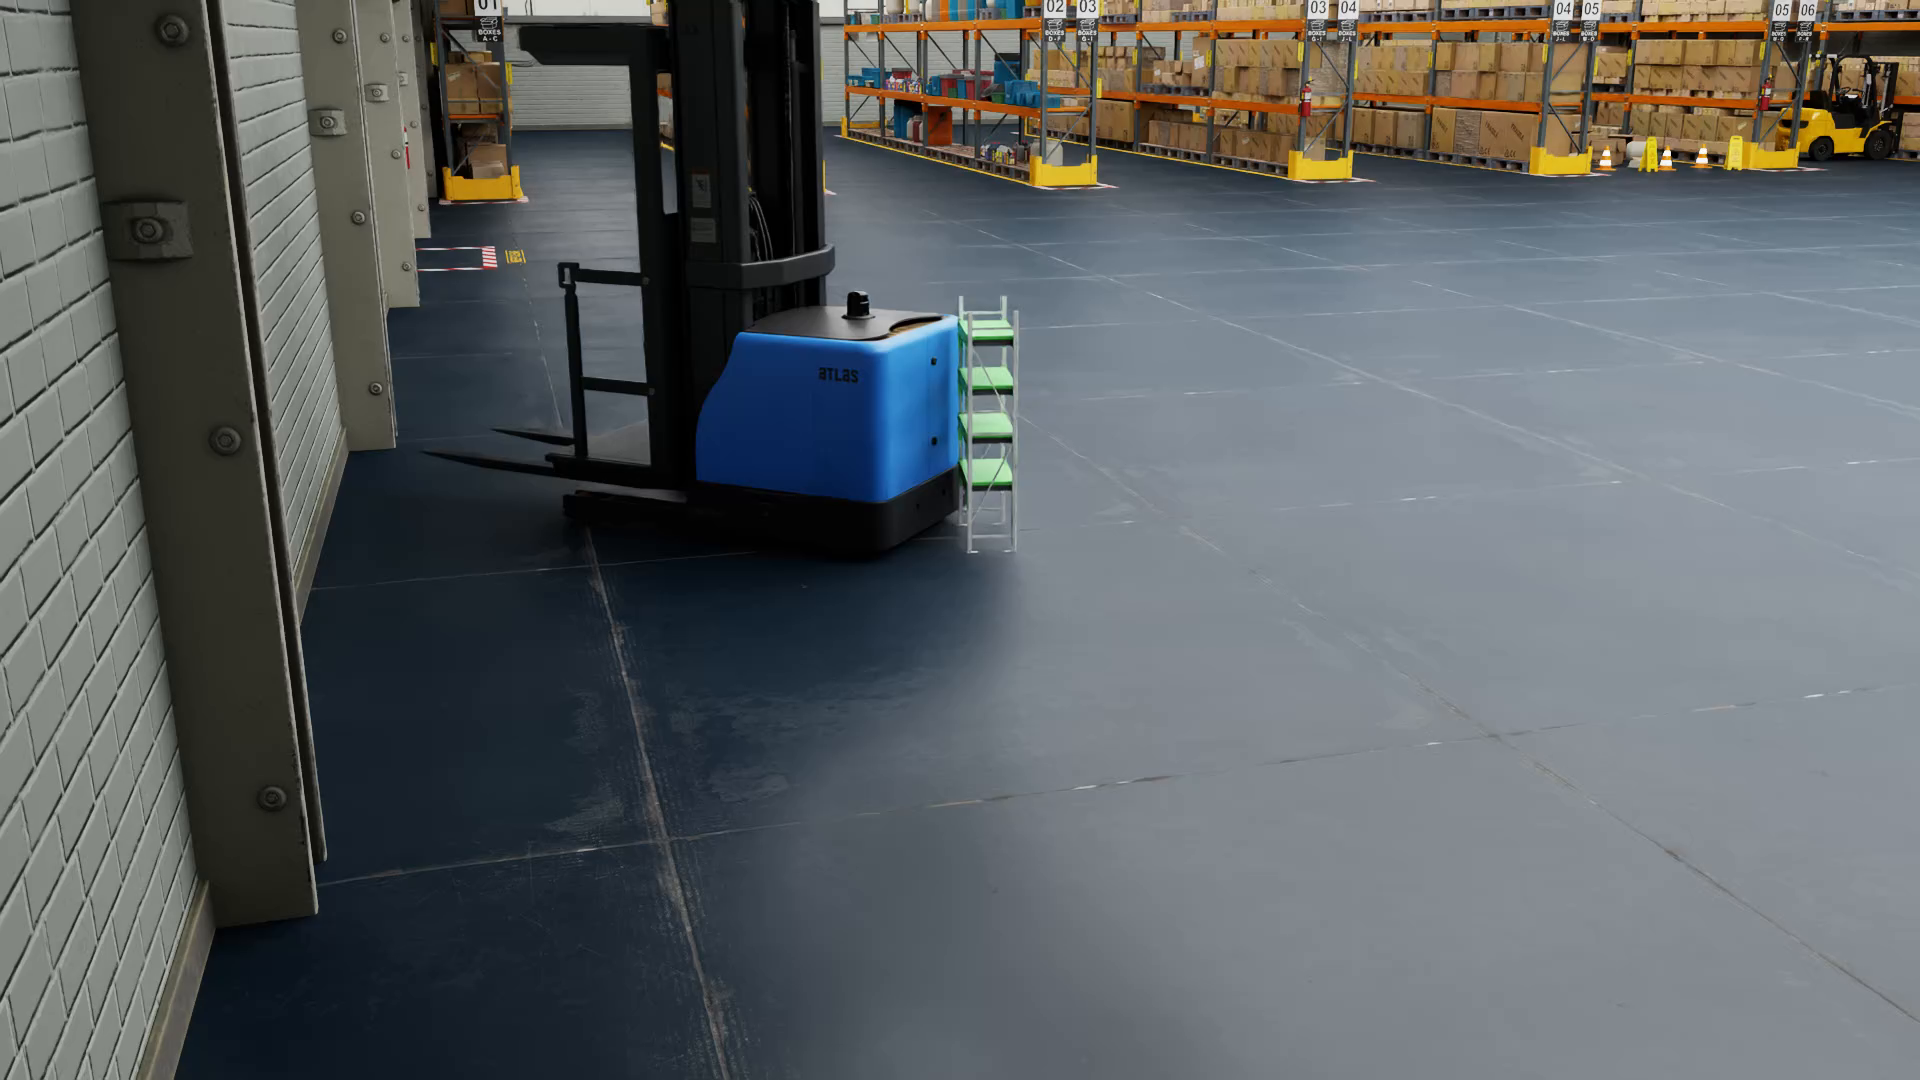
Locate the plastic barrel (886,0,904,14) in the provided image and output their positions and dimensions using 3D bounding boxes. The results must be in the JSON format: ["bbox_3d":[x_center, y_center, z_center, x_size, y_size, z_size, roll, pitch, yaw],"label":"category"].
[{"bbox_3d":[-1.511,-12.544,38.818,0.433,0.535,0.433,0,17,0],"label":"plastic barrel"}]

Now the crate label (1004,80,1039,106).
[{"bbox_3d":[1.117,-8.192,30.449,0.502,0.435,0.616,-5,17,-15],"label":"crate label"}]

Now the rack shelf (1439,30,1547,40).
[{"bbox_3d":[13.425,-12.721,41.623,1.077,0.370,4.000,-5,17,-15],"label":"rack shelf"}]

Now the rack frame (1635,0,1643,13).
[{"bbox_3d":[15.074,-12.842,35.563,1.000,3.000,0.127,-5,17,-15],"label":"rack frame"}]

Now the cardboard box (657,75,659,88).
[{"bbox_3d":[-7.263,-11.485,41.298,0.500,0.500,0.500,-5,17,-16],"label":"cardboard box"}]

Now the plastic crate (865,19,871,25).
[{"bbox_3d":[-2.130,-12.639,40.558,0.293,0.136,0.466,-5,17,-15],"label":"plastic crate"}]

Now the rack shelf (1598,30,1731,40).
[{"bbox_3d":[18.197,-13.114,42.933,1.077,0.370,4.000,-5,17,-15],"label":"rack shelf"}]

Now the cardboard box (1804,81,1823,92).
[{"bbox_3d":[19.456,-10.409,38.152,0.500,0.250,0.500,-4,17,-14],"label":"cardboard box"}]

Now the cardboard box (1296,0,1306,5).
[{"bbox_3d":[6.269,-9.687,29.840,0.380,0.149,0.250,-5,17,-15],"label":"cardboard box"}]

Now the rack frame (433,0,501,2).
[{"bbox_3d":[-7.643,-9.777,25.360,1.000,3.000,0.127,-5,17,-15],"label":"rack frame"}]

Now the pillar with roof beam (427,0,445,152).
[{"bbox_3d":[-7.825,-13.562,37.960,9.100,9.000,0.400,-5,17,-15],"label":"pillar with roof beam"}]

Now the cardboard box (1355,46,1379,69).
[{"bbox_3d":[9.357,-11.058,38.139,0.700,0.500,0.500,-5,17,-16],"label":"cardboard box"}]

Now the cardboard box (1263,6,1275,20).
[{"bbox_3d":[5.996,-9.837,31.034,0.500,0.250,0.500,-4,17,-14],"label":"cardboard box"}]

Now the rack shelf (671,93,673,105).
[{"bbox_3d":[-5.629,-9.718,36.842,1.077,0.370,4.000,-5,17,-15],"label":"rack shelf"}]

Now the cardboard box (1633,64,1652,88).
[{"bbox_3d":[14.927,-10.016,35.890,0.500,0.500,0.500,-5,17,-15],"label":"cardboard box"}]

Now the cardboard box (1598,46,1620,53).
[{"bbox_3d":[14.528,-10.971,37.212,0.380,0.149,0.250,-5,17,-17],"label":"cardboard box"}]

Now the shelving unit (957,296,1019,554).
[{"bbox_3d":[0.135,-0.581,8.301,0.258,1.200,0.503,-1,17,-5],"label":"shelving unit"}]

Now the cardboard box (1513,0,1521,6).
[{"bbox_3d":[10.816,-10.284,31.795,0.380,0.149,0.250,-5,17,-15],"label":"cardboard box"}]

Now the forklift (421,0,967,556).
[{"bbox_3d":[-1.520,-1.593,8.660,3.031,2.935,1.130,8,18,24],"label":"forklift"}]

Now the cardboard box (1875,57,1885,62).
[{"bbox_3d":[20.078,-10.402,36.048,0.380,0.149,0.250,-5,17,-15],"label":"cardboard box"}]

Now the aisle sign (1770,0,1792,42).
[{"bbox_3d":[15.912,-10.068,32.235,0.394,0.787,0.004,-5,17,-15],"label":"aisle sign"}]

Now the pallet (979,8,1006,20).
[{"bbox_3d":[1.076,-9.948,31.471,1.213,0.211,1.003,-5,17,-15],"label":"pallet"}]

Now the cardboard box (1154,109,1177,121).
[{"bbox_3d":[4.660,-9.482,37.080,0.500,0.250,0.500,-4,17,-13],"label":"cardboard box"}]

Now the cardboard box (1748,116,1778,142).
[{"bbox_3d":[16.211,-8.358,33.807,0.500,0.500,0.500,-5,18,-17],"label":"cardboard box"}]

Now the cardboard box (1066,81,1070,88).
[{"bbox_3d":[2.877,-11.408,41.652,0.380,0.149,0.250,-4,17,-14],"label":"cardboard box"}]

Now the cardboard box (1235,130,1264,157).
[{"bbox_3d":[5.782,-7.918,33.212,0.500,0.500,0.500,1,17,2],"label":"cardboard box"}]

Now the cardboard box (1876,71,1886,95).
[{"bbox_3d":[20.134,-9.843,35.834,0.500,0.500,0.500,-5,17,-15],"label":"cardboard box"}]

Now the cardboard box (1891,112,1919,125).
[{"bbox_3d":[20.224,-9.001,35.516,0.500,0.250,0.500,-4,17,-15],"label":"cardboard box"}]

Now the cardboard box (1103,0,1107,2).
[{"bbox_3d":[3.516,-12.924,40.146,0.700,0.500,0.500,-4,17,-14],"label":"cardboard box"}]

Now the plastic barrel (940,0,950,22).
[{"bbox_3d":[-0.119,-11.117,34.288,0.600,0.830,0.708,-5,17,-15],"label":"plastic barrel"}]

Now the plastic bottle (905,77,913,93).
[{"bbox_3d":[-1.155,-10.318,37.675,0.144,0.351,0.185,-5,17,-15],"label":"plastic bottle"}]

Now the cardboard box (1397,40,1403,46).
[{"bbox_3d":[12.113,-13.505,45.157,0.380,0.149,0.250,-5,17,-15],"label":"cardboard box"}]

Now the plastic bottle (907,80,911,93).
[{"bbox_3d":[-1.151,-10.239,37.527,0.061,0.283,0.133,-5,17,-15],"label":"plastic bottle"}]

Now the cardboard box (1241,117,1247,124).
[{"bbox_3d":[7.575,-10.949,43.398,0.380,0.149,0.250,-5,18,-17],"label":"cardboard box"}]

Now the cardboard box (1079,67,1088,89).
[{"bbox_3d":[3.233,-11.299,40.680,0.500,0.500,0.500,-5,17,-15],"label":"cardboard box"}]

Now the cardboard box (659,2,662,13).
[{"bbox_3d":[-6.843,-12.611,39.397,0.500,0.250,0.500,-5,17,-15],"label":"cardboard box"}]

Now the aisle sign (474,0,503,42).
[{"bbox_3d":[-7.335,-8.153,25.862,0.394,0.787,0.004,-5,17,-15],"label":"aisle sign"}]

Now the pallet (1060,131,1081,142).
[{"bbox_3d":[3.214,-10.279,42.306,1.003,0.211,1.213,-5,17,-15],"label":"pallet"}]

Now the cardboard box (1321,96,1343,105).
[{"bbox_3d":[6.796,-8.056,30.495,0.380,0.149,0.250,-5,17,-15],"label":"cardboard box"}]

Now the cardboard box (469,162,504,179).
[{"bbox_3d":[-7.746,-6.026,27.207,0.500,0.311,0.500,-7,18,-22],"label":"cardboard box"}]

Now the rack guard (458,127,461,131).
[{"bbox_3d":[-12.046,-10.139,41.338,1.175,0.500,0.348,-5,17,-15],"label":"rack guard"}]

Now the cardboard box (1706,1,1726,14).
[{"bbox_3d":[15.490,-10.772,33.630,0.500,0.250,0.500,-4,17,-14],"label":"cardboard box"}]

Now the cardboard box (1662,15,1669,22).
[{"bbox_3d":[15.117,-11.043,35.224,0.380,0.149,0.250,-5,17,-15],"label":"cardboard box"}]

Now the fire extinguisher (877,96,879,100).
[{"bbox_3d":[-2.119,-11.975,43.887,0.296,0.674,0.183,-5,17,-15],"label":"fire extinguisher"}]

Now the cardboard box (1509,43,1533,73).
[{"bbox_3d":[11.137,-9.283,32.004,0.875,0.550,0.550,-5,17,-15],"label":"cardboard box"}]

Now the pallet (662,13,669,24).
[{"bbox_3d":[-6.067,-11.777,37.557,1.213,0.211,1.003,-5,17,-15],"label":"pallet"}]

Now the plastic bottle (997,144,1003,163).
[{"bbox_3d":[0.775,-7.310,31.414,0.144,0.351,0.185,-5,17,-16],"label":"plastic bottle"}]
